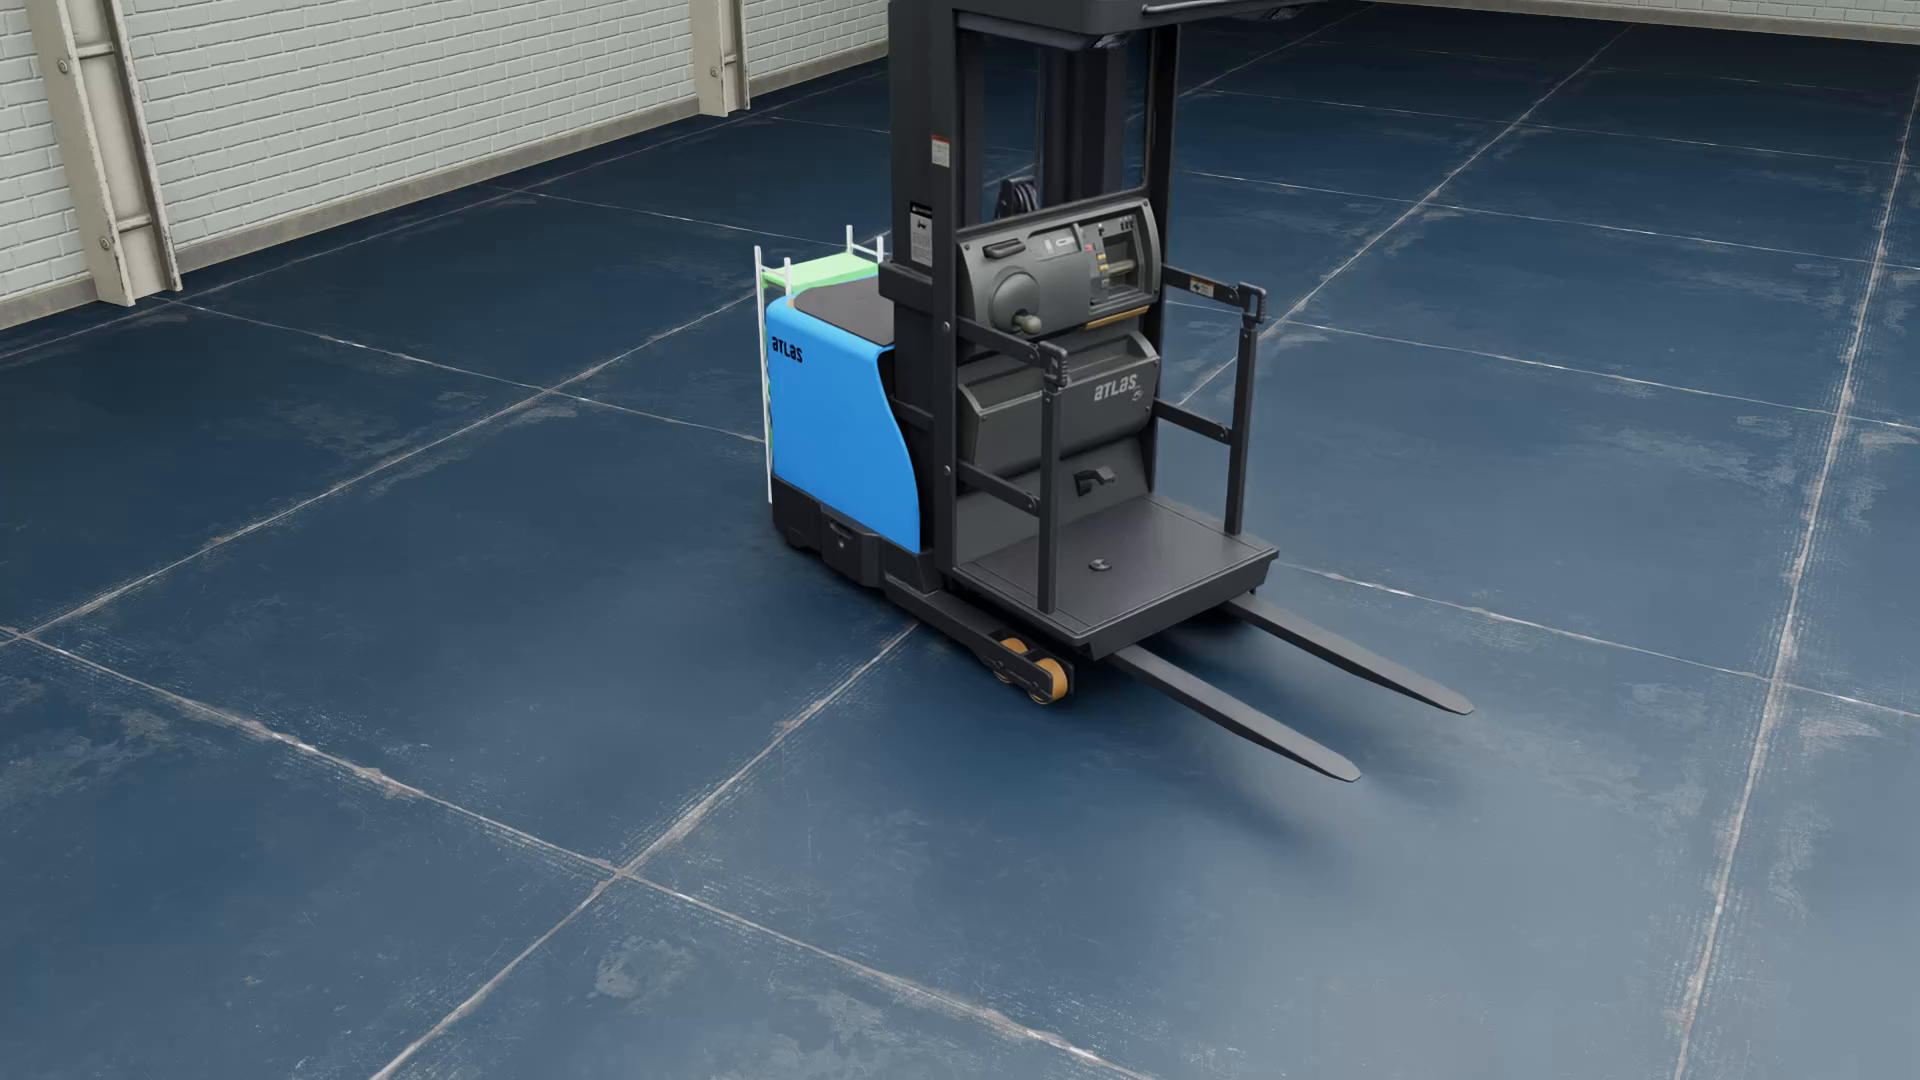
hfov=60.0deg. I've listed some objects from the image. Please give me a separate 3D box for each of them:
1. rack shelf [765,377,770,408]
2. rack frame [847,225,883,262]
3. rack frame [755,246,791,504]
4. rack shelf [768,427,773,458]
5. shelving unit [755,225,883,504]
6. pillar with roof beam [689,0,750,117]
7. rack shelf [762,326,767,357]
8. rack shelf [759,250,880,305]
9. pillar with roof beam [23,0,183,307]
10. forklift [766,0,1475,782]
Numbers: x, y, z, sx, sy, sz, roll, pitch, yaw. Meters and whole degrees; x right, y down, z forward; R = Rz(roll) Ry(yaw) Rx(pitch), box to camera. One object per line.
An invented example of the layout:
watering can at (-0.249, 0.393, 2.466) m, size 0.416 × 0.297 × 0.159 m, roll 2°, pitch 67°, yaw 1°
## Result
rack shelf at (-0.603, -0.684, 7.420) m, size 0.480 × 0.148 × 0.258 m, roll -21°, pitch 33°, yaw -35°
rack frame at (-0.417, -0.812, 7.532) m, size 0.015 × 1.200 × 0.240 m, roll -21°, pitch 33°, yaw -35°
rack frame at (-0.789, -0.671, 7.249) m, size 0.015 × 1.200 × 0.240 m, roll -21°, pitch 33°, yaw -35°
rack shelf at (-0.603, -0.470, 7.527) m, size 0.480 × 0.148 × 0.258 m, roll -21°, pitch 33°, yaw -35°
shelving unit at (-0.603, -0.742, 7.391) m, size 0.503 × 1.200 × 0.258 m, roll -21°, pitch 33°, yaw -35°
pillar with roof beam at (1.623, -6.938, 11.058) m, size 9.100 × 9.000 × 0.400 m, roll 14°, pitch 30°, yaw 26°
rack shelf at (-0.603, -0.899, 7.312) m, size 0.480 × 0.148 × 0.258 m, roll -21°, pitch 33°, yaw -35°
rack shelf at (-0.603, -1.114, 7.205) m, size 0.480 × 0.148 × 0.258 m, roll -21°, pitch 33°, yaw -35°
pillar with roof beam at (-1.329, -4.600, 6.386) m, size 9.100 × 9.000 × 0.400 m, roll 14°, pitch 30°, yaw 26°
forklift at (0.516, -0.966, 5.906) m, size 1.130 × 2.935 × 3.031 m, roll -21°, pitch 33°, yaw -35°
